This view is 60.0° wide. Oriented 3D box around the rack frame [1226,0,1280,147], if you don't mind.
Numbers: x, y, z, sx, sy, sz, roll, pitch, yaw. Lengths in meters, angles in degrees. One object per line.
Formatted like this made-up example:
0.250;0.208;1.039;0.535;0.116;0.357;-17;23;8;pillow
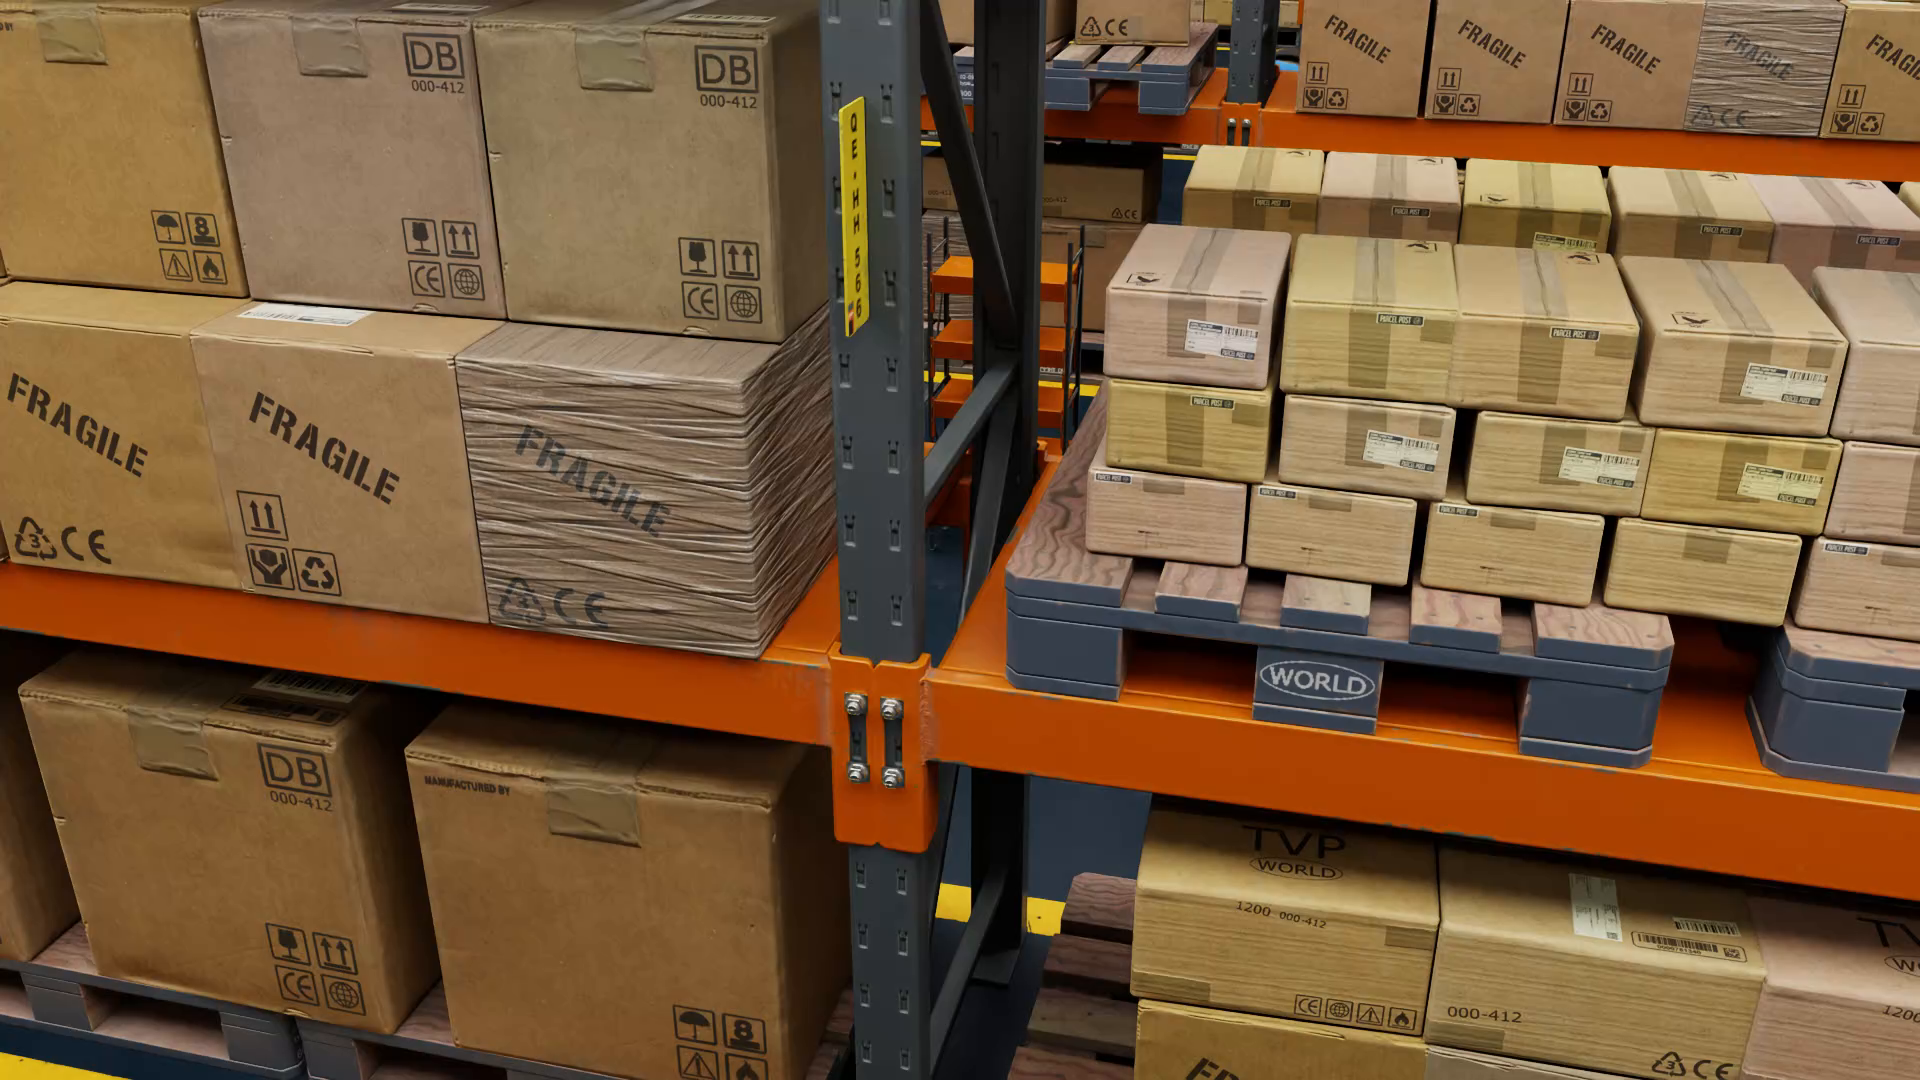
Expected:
1.318;-2.223;7.429;0.127;3.000;1.000;6;26;13;rack frame

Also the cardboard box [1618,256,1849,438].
1.138;-0.299;2.500;0.250;0.149;0.380;5;26;11;cardboard box

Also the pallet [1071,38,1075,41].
1.823;-5.323;17.186;1.213;0.211;1.003;6;26;13;pallet

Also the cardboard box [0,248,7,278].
-1.930;-0.880;3.329;0.500;0.500;0.700;6;26;12;cardboard box

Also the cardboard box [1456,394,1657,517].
0.925;-0.188;2.614;0.250;0.149;0.380;5;26;11;cardboard box

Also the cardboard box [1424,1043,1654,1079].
1.094;1.005;3.069;0.500;0.500;0.500;7;26;14;cardboard box

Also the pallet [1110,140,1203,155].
1.811;-3.125;12.568;1.213;0.211;1.003;6;26;13;pallet

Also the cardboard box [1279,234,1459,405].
0.645;-0.356;2.619;0.250;0.149;0.380;6;26;12;cardboard box

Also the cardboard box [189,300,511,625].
-1.001;-0.204;3.073;0.500;0.500;0.500;6;26;13;cardboard box

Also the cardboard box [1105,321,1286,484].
0.403;-0.244;2.730;0.250;0.149;0.380;7;26;15;cardboard box

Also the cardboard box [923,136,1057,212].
0.145;-1.743;7.945;0.500;0.250;0.500;9;27;19;cardboard box

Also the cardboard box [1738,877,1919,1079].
1.559;0.719;2.797;0.500;0.250;0.500;7;26;13;cardboard box

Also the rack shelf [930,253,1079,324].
0.160;-0.879;5.786;0.480;0.148;0.258;6;26;13;rack shelf

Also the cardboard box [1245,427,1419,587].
0.628;-0.084;2.741;0.250;0.149;0.380;8;26;16;cardboard box

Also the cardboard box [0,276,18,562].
-1.983;-0.311;3.297;0.500;0.500;0.500;7;26;14;cardboard box

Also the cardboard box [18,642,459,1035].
-1.430;0.463;3.917;0.750;0.750;1.050;7;26;14;cardboard box

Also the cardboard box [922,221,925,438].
-0.383;-0.374;3.430;0.500;0.500;0.500;7;26;14;cardboard box

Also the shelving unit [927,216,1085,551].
0.160;-0.524;5.955;0.503;1.200;0.258;6;26;13;shelving unit

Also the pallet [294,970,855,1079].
-0.760;0.975;3.957;1.213;0.211;1.003;6;26;13;pallet

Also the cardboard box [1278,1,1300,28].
3.218;-5.249;16.497;0.500;0.250;0.500;7;26;14;cardboard box

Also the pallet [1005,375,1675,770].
0.701;-0.050;3.089;1.003;0.211;1.213;6;26;13;pallet

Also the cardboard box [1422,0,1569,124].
2.221;-2.048;6.946;0.500;0.500;0.500;6;26;12;cardboard box

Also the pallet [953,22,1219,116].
0.601;-2.168;7.537;1.003;0.211;1.213;6;26;13;pallet

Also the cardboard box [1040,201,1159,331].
0.664;-1.356;8.005;0.500;0.500;0.700;5;26;10;cardboard box

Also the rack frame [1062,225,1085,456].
0.397;-0.498;5.900;0.015;1.200;0.240;6;26;13;rack frame

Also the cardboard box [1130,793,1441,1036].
0.592;0.606;3.034;0.500;0.250;0.500;5;26;11;cardboard box

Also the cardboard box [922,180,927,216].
-0.427;-1.468;8.240;0.500;0.500;0.700;9;27;17;cardboard box

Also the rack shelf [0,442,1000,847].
-1.952;-0.058;3.719;4.000;0.370;1.077;6;26;13;rack shelf

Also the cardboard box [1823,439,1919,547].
1.411;-0.134;2.501;0.250;0.149;0.380;6;26;13;cardboard box

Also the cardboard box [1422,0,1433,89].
2.339;-2.262;7.396;0.500;0.500;0.500;6;26;13;cardboard box

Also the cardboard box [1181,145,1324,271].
0.574;-0.652;3.241;0.250;0.149;0.380;5;26;11;cardboard box

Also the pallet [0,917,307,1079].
-1.938;0.843;4.233;1.213;0.211;1.003;6;26;13;pallet

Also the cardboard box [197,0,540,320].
-0.938;-0.771;3.100;0.500;0.500;0.700;6;26;12;cardboard box

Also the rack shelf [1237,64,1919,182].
3.255;-1.684;7.134;4.000;0.370;1.077;6;26;13;rack shelf

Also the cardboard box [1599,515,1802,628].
1.151;-0.027;2.621;0.250;0.149;0.380;8;26;15;cardboard box

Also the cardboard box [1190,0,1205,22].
2.232;-5.358;16.725;0.500;0.250;0.500;7;26;14;cardboard box

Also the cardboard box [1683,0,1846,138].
3.202;-1.940;6.720;0.500;0.500;0.500;6;26;13;cardboard box

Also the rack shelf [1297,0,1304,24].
0.614;-4.174;12.365;4.000;0.370;1.077;6;26;13;rack shelf

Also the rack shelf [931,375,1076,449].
0.160;-0.463;5.984;0.480;0.148;0.258;6;26;13;rack shelf

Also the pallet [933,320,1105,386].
0.561;-1.048;8.205;1.213;0.211;1.003;6;26;13;pallet

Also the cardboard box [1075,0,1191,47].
0.785;-2.499;7.404;0.500;0.500;0.500;3;26;7;cardboard box

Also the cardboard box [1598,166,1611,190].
2.842;-1.272;7.415;0.875;0.875;1.225;6;26;13;cardboard box

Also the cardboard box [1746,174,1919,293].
1.561;-0.541;3.008;0.250;0.149;0.380;6;26;13;cardboard box

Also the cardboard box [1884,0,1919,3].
3.909;-2.436;6.593;0.637;0.503;0.797;7;26;14;cardboard box

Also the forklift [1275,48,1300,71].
3.165;-3.341;9.858;3.031;2.935;1.130;-14;29;-27;forklift

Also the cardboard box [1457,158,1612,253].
1.070;-0.596;3.124;0.250;0.149;0.380;7;26;15;cardboard box
